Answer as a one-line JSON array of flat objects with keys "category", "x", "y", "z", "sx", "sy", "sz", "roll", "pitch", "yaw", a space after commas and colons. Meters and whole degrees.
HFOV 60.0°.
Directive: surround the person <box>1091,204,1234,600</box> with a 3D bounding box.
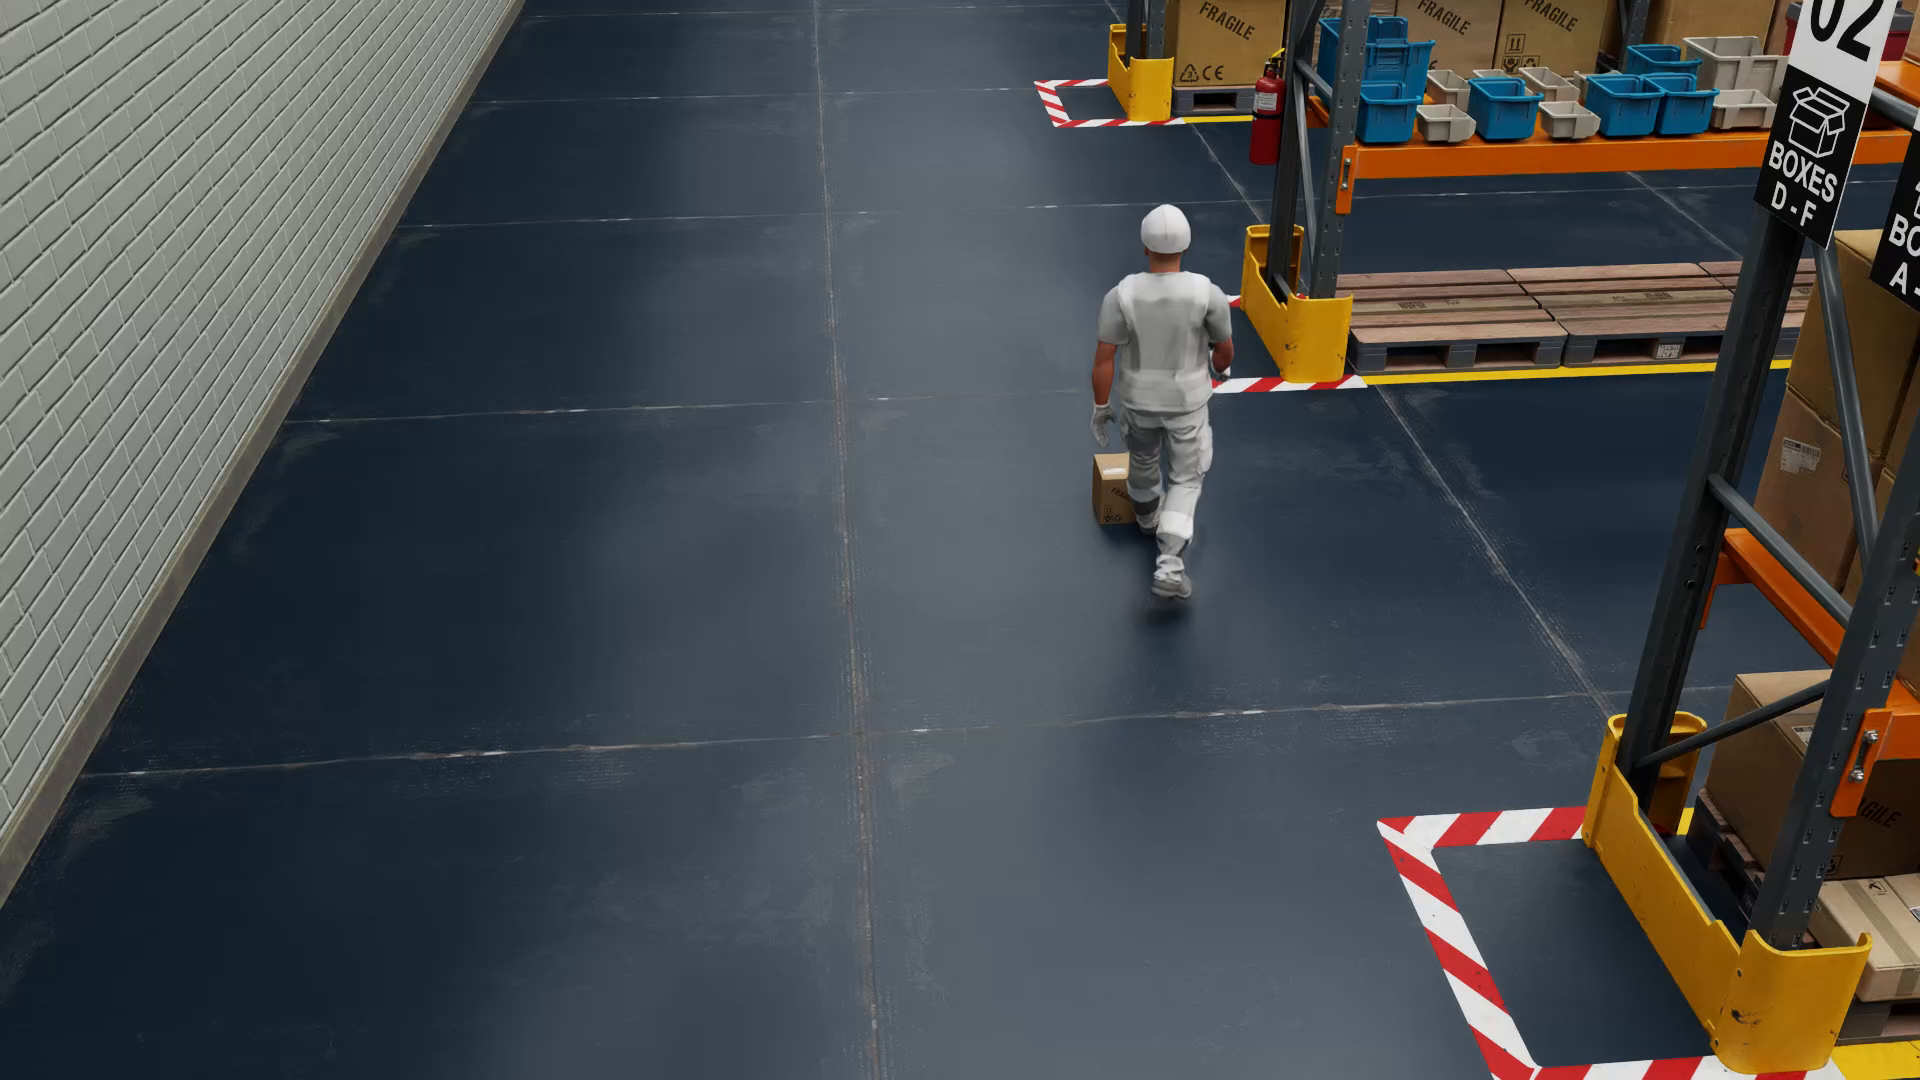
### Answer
[{"category": "person", "x": 0.889, "y": -0.639, "z": 7.221, "sx": 0.559, "sy": 1.749, "sz": 1.062, "roll": 9, "pitch": 32, "yaw": 15}]
